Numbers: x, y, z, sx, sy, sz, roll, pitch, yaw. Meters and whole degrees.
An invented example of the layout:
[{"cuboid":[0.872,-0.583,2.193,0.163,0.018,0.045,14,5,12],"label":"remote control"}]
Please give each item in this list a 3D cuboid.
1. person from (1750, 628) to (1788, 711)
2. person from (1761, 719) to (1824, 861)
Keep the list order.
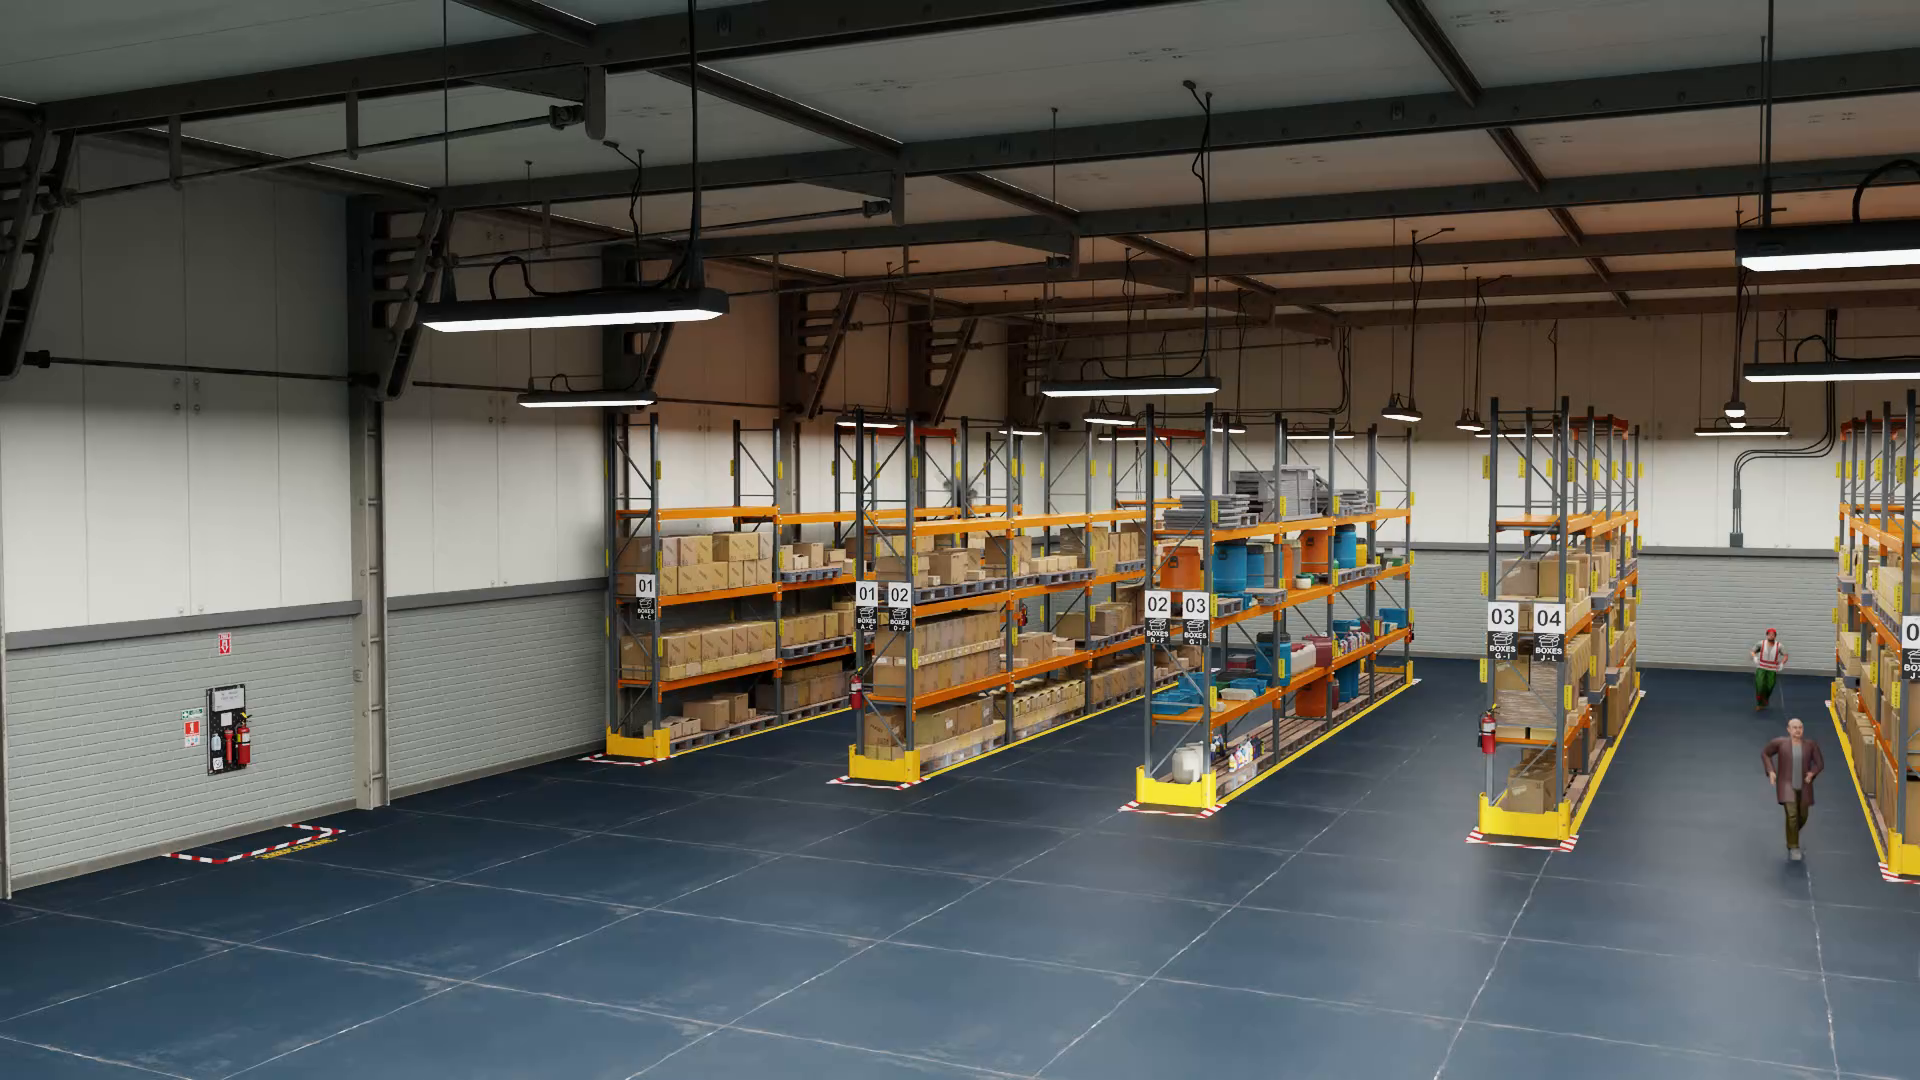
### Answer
[{"cuboid":[16.804,2.687,34.569,0.703,1.723,0.639,1,3,31],"label":"person"},{"cuboid":[10.830,3.204,21.629,0.724,1.779,0.881,1,2,13],"label":"person"}]
